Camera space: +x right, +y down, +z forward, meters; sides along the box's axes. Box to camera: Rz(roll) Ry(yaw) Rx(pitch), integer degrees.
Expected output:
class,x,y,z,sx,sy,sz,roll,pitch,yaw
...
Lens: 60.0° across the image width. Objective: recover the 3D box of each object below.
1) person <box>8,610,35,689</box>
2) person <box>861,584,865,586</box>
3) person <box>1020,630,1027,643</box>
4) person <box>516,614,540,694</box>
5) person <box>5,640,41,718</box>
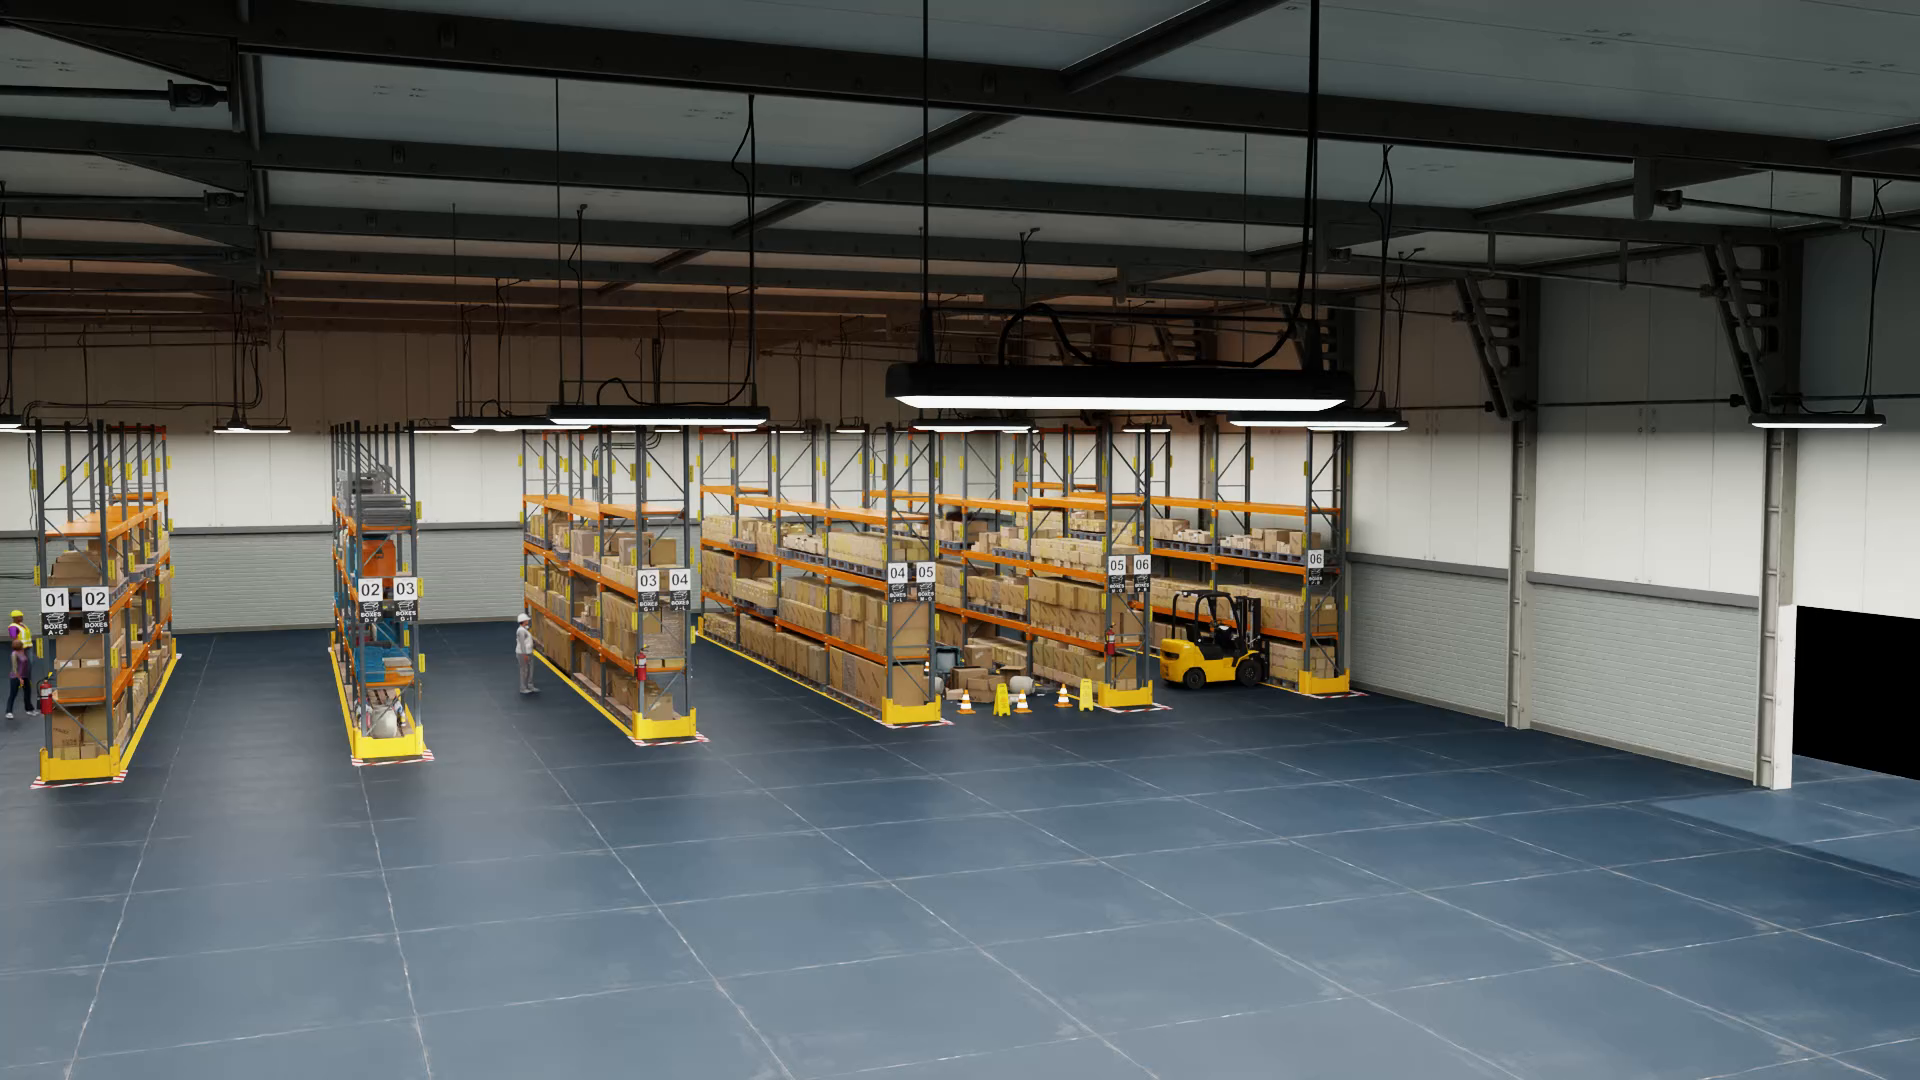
class,x,y,z,sx,sy,sz,roll,pitch,yaw
person,-21.287,2.500,37.792,0.576,1.814,0.669,1,4,18
person,-2.635,2.004,46.005,0.395,1.690,0.498,-3,5,-40
person,1.633,1.925,44.136,0.647,1.787,0.544,-2,4,-26
person,-9.679,2.527,37.100,0.452,1.774,0.592,0,4,6
person,-19.151,2.826,33.895,0.508,1.614,0.581,0,4,6
